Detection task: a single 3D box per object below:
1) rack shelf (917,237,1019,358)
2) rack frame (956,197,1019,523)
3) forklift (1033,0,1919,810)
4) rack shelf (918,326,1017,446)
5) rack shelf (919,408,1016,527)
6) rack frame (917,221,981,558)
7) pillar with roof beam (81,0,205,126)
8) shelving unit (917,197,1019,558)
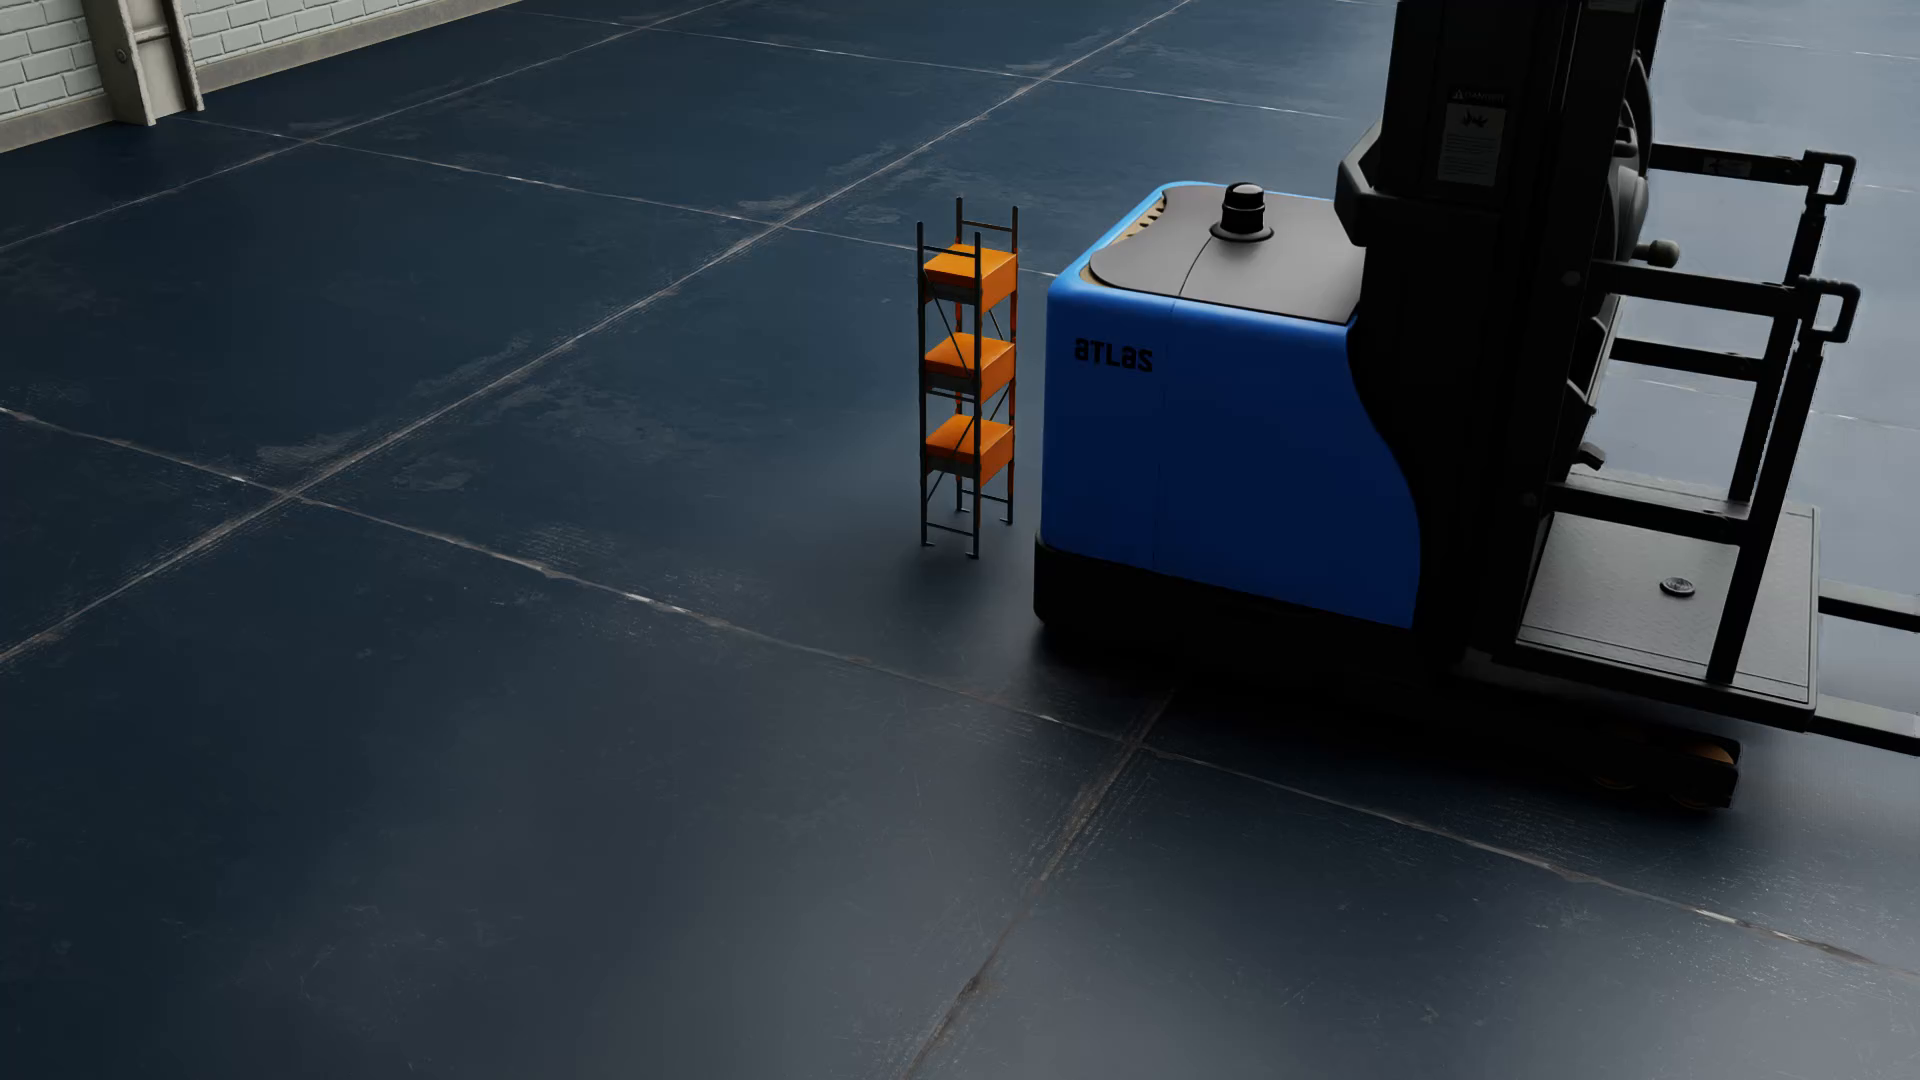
[{"bbox_3d":[0.024,-0.716,4.894,0.215,0.259,0.240,14,33,23],"label":"rack shelf"},{"bbox_3d":[0.080,-0.533,5.124,0.200,1.050,0.008,14,33,23],"label":"rack frame"},{"bbox_3d":[1.771,-0.909,3.890,3.031,2.935,1.130,13,32,21],"label":"forklift"},{"bbox_3d":[0.024,-0.470,5.035,0.215,0.259,0.240,14,33,23],"label":"rack shelf"},{"bbox_3d":[0.024,-0.229,5.174,0.215,0.259,0.240,14,33,23],"label":"rack shelf"},{"bbox_3d":[-0.031,-0.425,4.936,0.200,1.050,0.008,14,33,23],"label":"rack frame"},{"bbox_3d":[-0.737,-5.355,5.538,9.100,9.000,0.400,14,33,23],"label":"pillar with roof beam"},{"bbox_3d":[0.024,-0.479,5.030,0.215,1.050,0.252,14,33,23],"label":"shelving unit"}]
